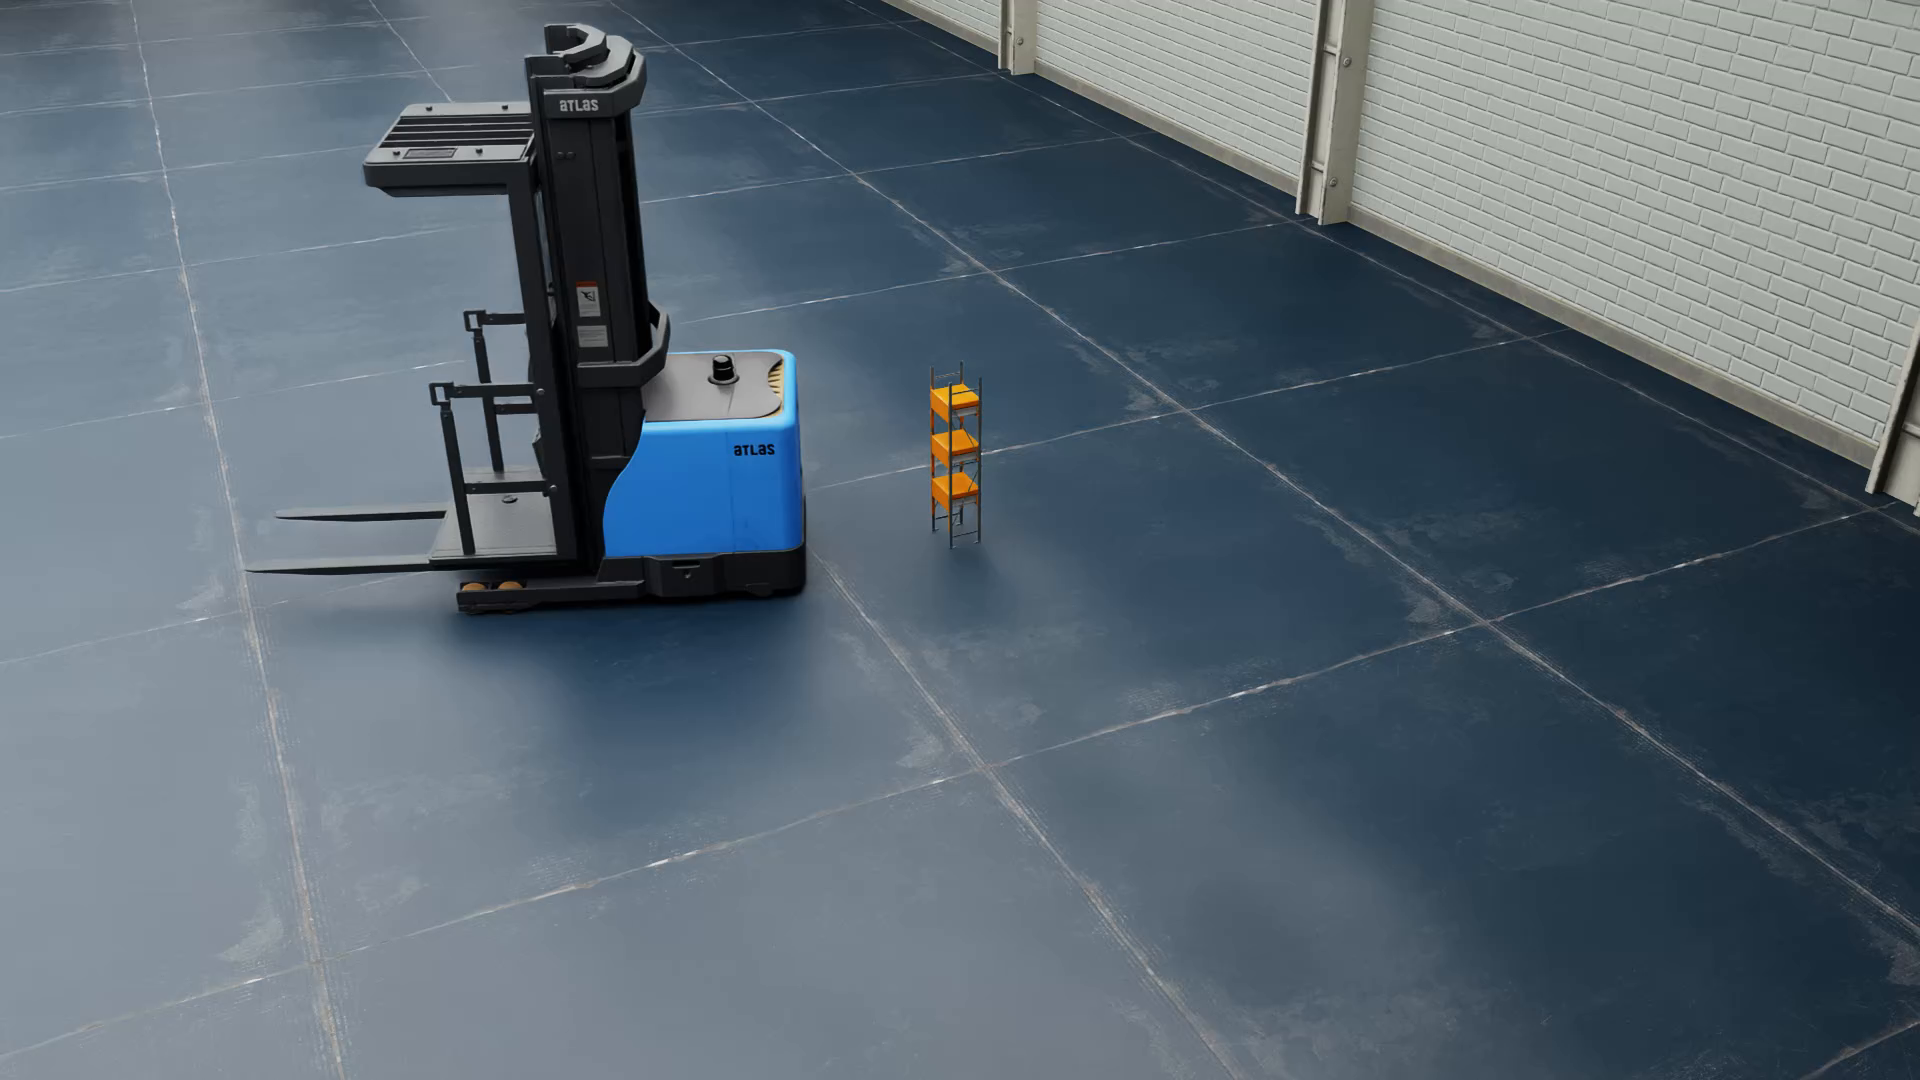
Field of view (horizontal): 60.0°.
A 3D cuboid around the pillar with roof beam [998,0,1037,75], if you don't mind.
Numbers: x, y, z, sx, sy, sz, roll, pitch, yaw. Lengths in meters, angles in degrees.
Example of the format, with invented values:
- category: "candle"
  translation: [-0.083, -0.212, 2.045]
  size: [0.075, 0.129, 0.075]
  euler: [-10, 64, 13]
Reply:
- category: "pillar with roof beam"
  translation: [-3.213, -8.576, 15.843]
  size: [9.100, 9.000, 0.400]
  euler: [-13, 32, -22]

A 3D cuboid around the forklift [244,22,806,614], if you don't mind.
- category: "forklift"
  translation: [-2.399, -1.146, 8.797]
  size: [3.031, 2.935, 1.130]
  euler: [-2, 29, -4]

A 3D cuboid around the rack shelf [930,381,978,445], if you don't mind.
- category: "rack shelf"
  translation: [-0.023, -0.720, 9.402]
  size: [0.215, 0.259, 0.240]
  euler: [-13, 32, -22]

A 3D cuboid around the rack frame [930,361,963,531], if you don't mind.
- category: "rack frame"
  translation: [-0.075, -0.535, 9.631]
  size: [0.200, 1.050, 0.008]
  euler: [-13, 32, -22]

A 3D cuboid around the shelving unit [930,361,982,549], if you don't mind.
- category: "shelving unit"
  translation: [-0.023, -0.482, 9.535]
  size: [0.215, 1.050, 0.252]
  euler: [-13, 32, -22]

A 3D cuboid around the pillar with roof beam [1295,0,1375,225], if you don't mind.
- category: "pillar with roof beam"
  translation: [-0.637, -5.926, 11.117]
  size: [9.100, 9.000, 0.400]
  euler: [-13, 32, -22]

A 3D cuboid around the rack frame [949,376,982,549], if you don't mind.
- category: "rack frame"
  translation: [0.029, -0.428, 9.439]
  size: [0.200, 1.050, 0.008]
  euler: [-13, 32, -22]

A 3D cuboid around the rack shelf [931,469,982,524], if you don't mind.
- category: "rack shelf"
  translation: [-0.023, -0.230, 9.676]
  size: [0.215, 0.259, 0.240]
  euler: [-13, 32, -22]

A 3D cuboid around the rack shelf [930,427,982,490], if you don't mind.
- category: "rack shelf"
  translation: [-0.023, -0.472, 9.541]
  size: [0.215, 0.259, 0.240]
  euler: [-13, 32, -22]

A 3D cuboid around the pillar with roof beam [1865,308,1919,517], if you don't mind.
- category: "pillar with roof beam"
  translation: [1.939, -3.275, 6.390]
  size: [9.100, 9.000, 0.400]
  euler: [-13, 32, -22]
